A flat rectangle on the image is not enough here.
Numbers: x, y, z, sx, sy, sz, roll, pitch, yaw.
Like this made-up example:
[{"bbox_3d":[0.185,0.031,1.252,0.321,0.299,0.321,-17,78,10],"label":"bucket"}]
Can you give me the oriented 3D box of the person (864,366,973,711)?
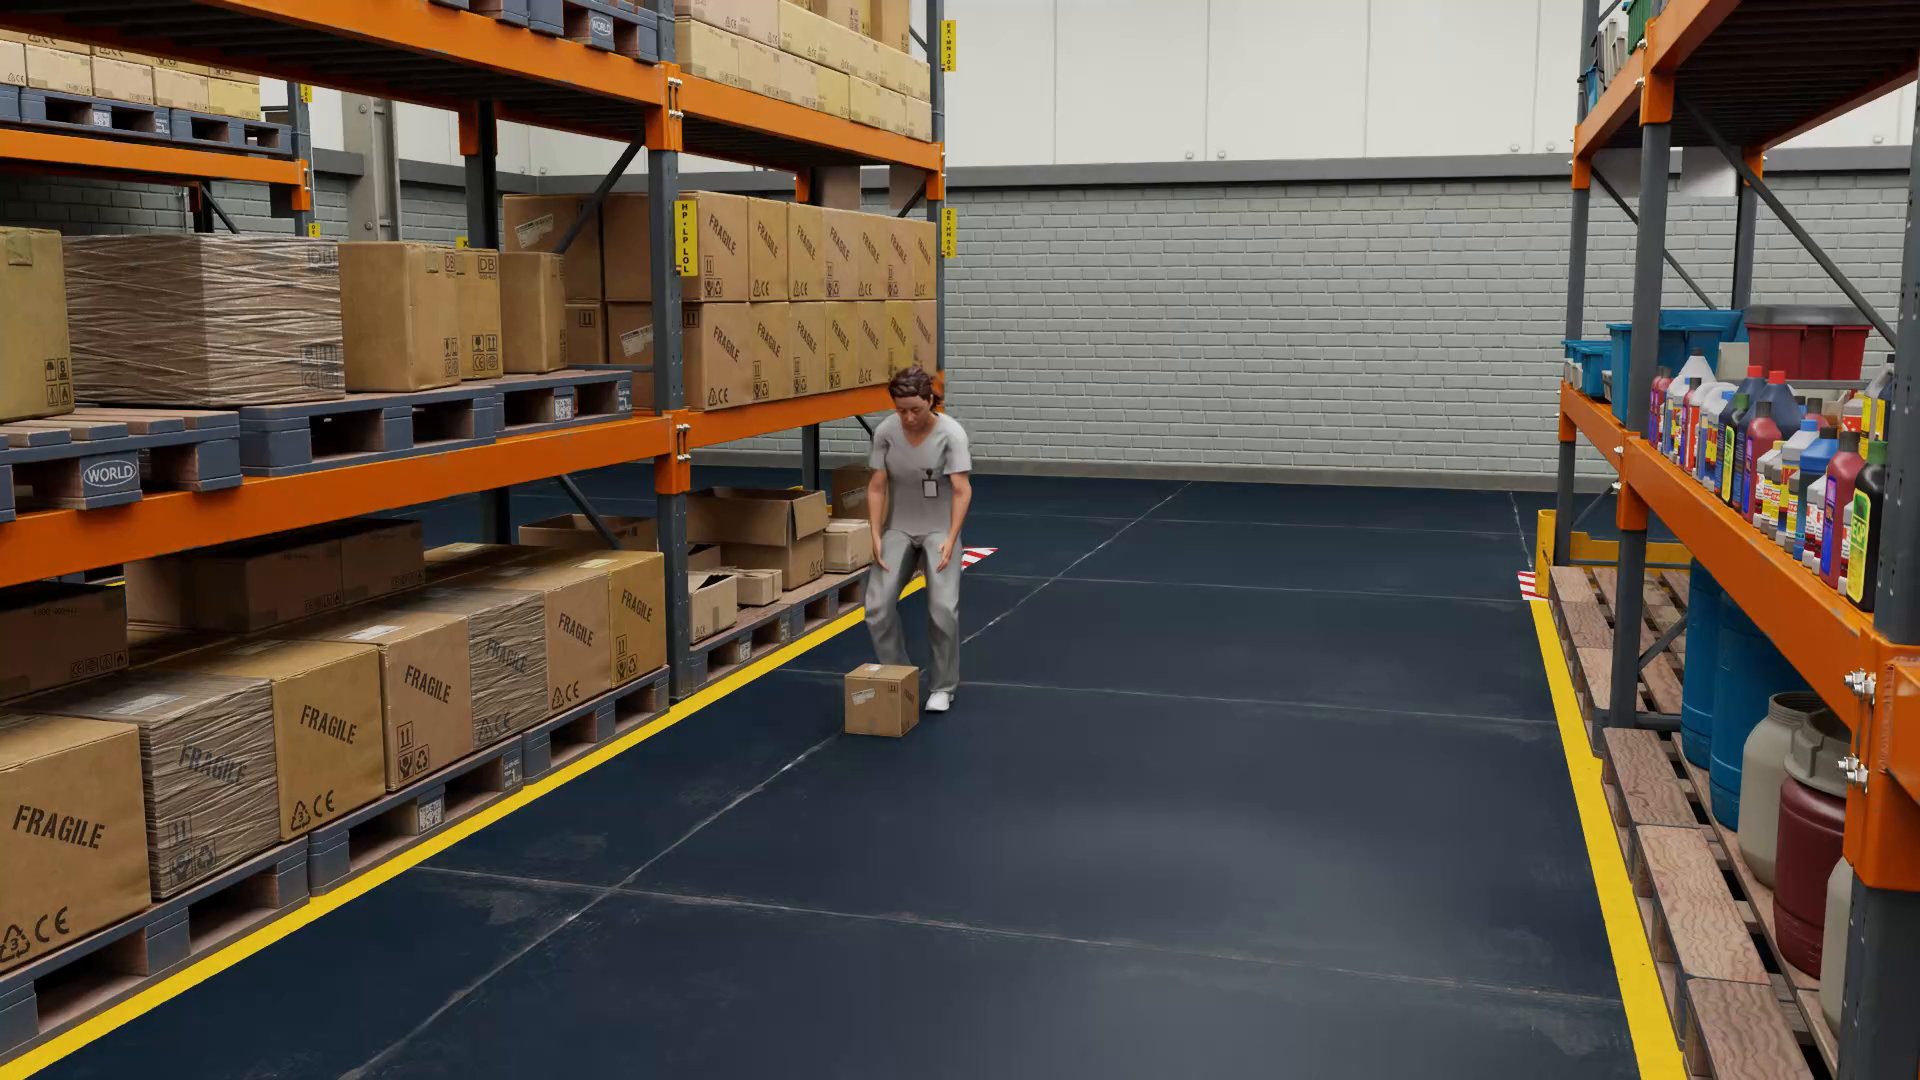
[{"bbox_3d":[-0.171,-0.007,7.395,0.480,1.537,0.510,3,9,17],"label":"person"}]
